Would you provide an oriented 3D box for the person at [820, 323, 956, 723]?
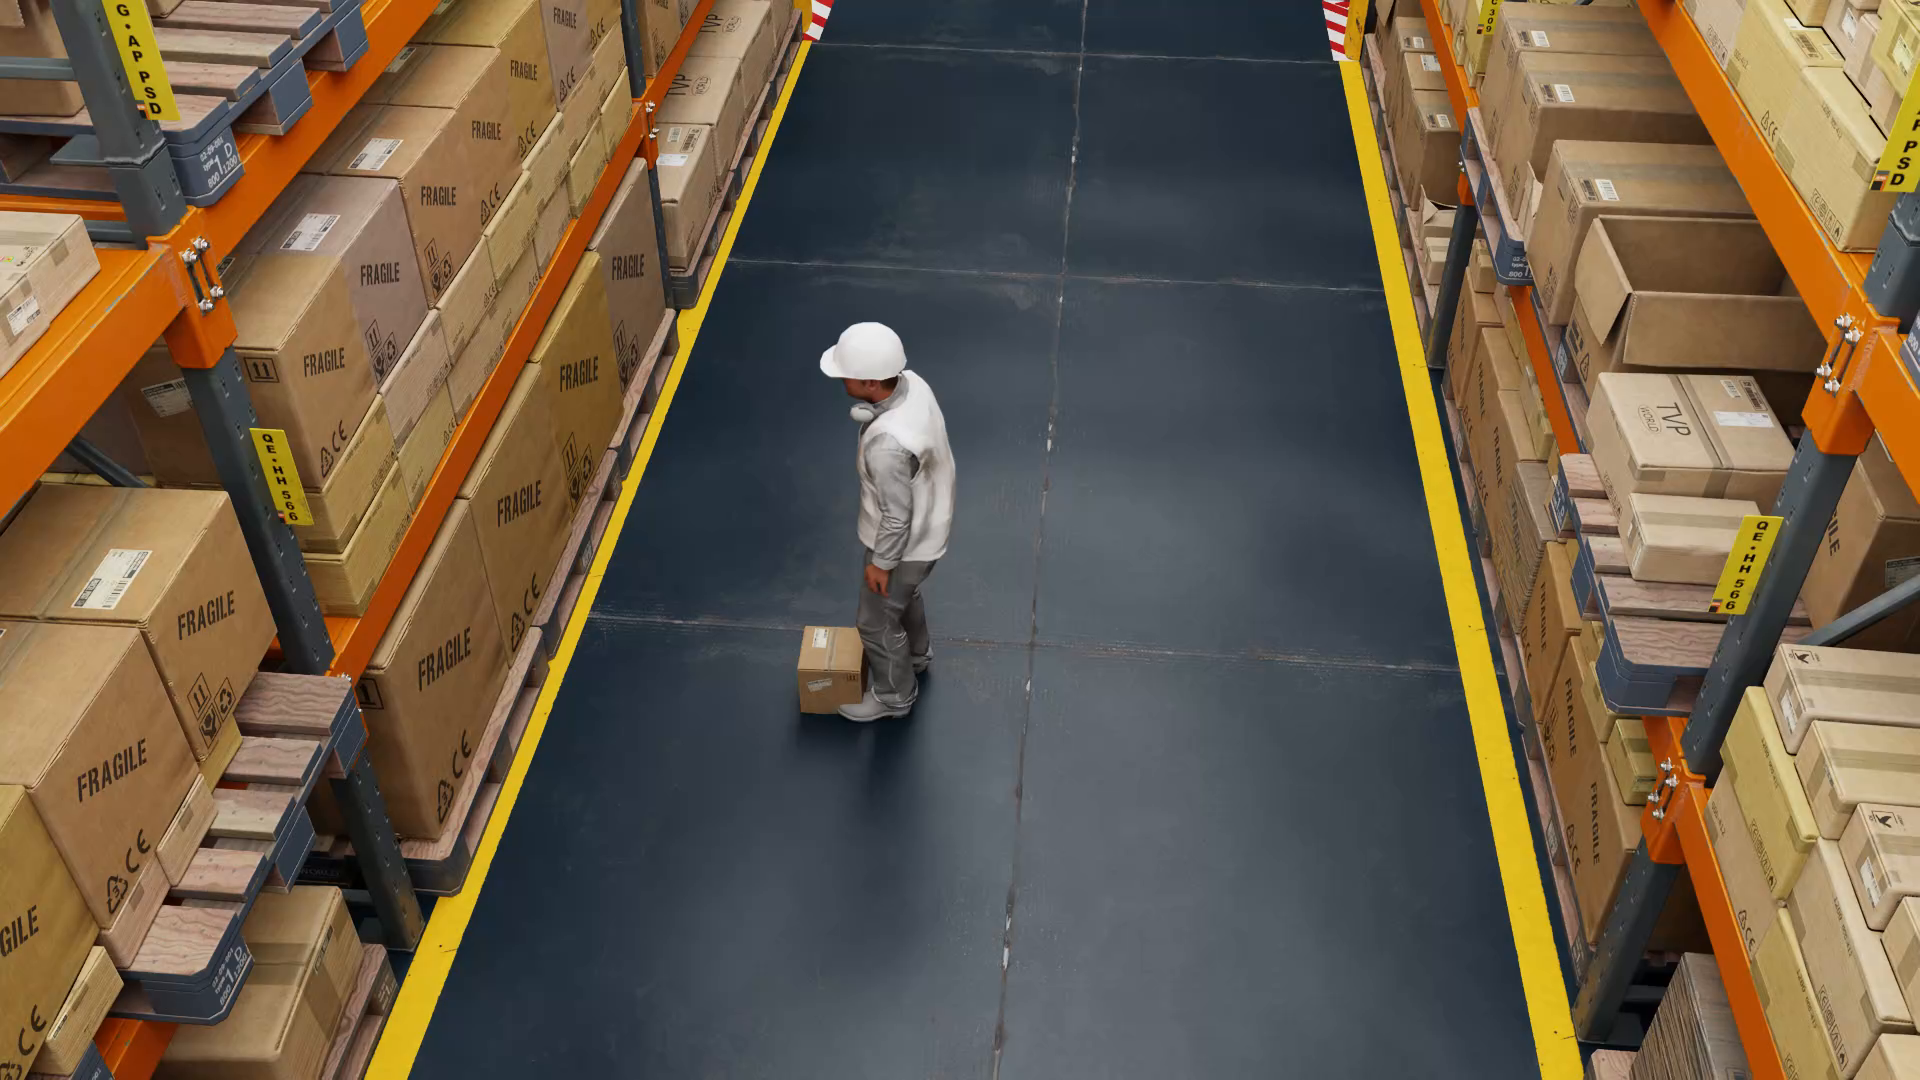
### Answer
[{"bbox_3d":[-0.248,-0.055,6.202,0.467,1.770,0.579,3,40,4],"label":"person"}]
